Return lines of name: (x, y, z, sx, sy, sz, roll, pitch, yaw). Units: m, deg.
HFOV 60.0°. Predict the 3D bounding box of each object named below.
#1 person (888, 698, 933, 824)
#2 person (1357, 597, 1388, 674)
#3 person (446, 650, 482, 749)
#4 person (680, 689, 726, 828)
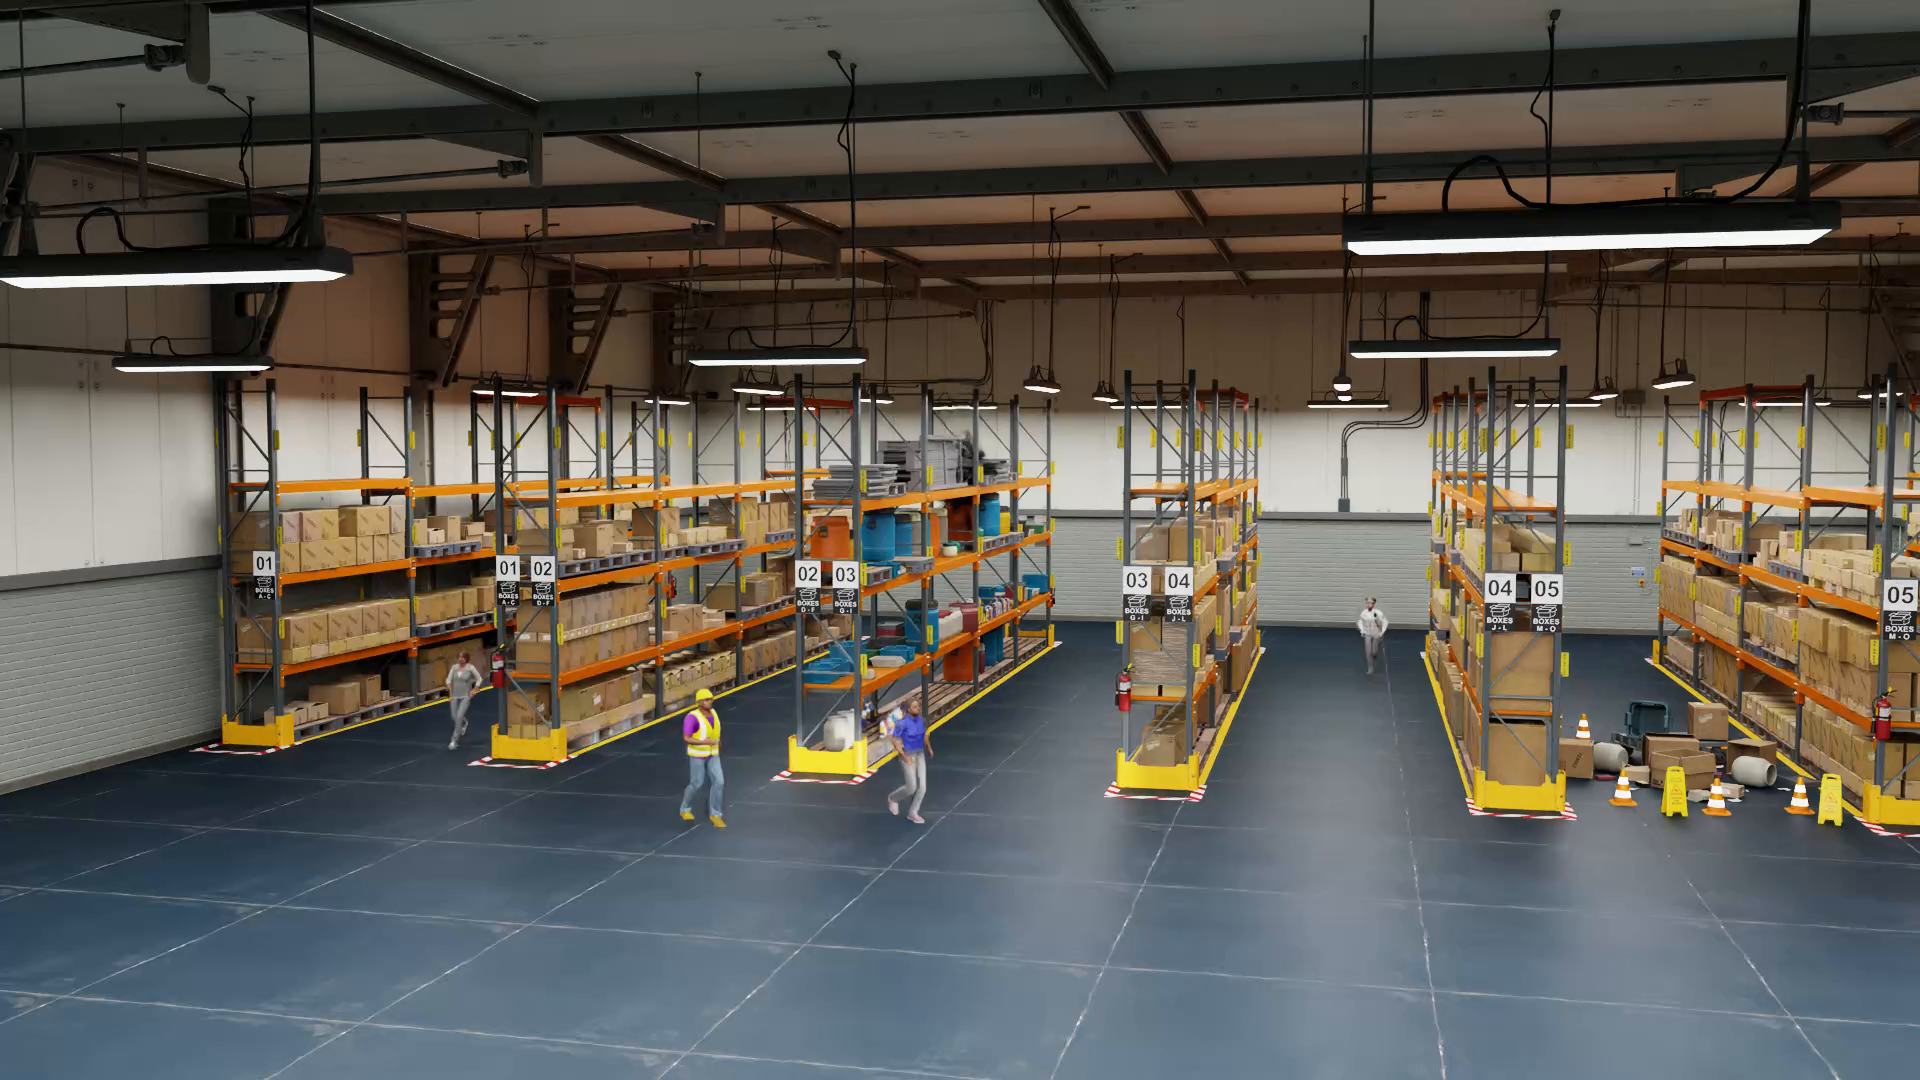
person: (-0.661, 2.887, 21.901, 0.564, 1.633, 0.598, 3, 5, 45)
person: (8.832, 2.037, 35.620, 0.627, 1.669, 0.625, 2, 4, 24)
person: (-8.139, 2.599, 27.266, 0.576, 1.593, 0.725, 0, 3, 1)
person: (-3.323, 2.840, 21.567, 0.763, 1.846, 0.719, 3, 5, 41)
